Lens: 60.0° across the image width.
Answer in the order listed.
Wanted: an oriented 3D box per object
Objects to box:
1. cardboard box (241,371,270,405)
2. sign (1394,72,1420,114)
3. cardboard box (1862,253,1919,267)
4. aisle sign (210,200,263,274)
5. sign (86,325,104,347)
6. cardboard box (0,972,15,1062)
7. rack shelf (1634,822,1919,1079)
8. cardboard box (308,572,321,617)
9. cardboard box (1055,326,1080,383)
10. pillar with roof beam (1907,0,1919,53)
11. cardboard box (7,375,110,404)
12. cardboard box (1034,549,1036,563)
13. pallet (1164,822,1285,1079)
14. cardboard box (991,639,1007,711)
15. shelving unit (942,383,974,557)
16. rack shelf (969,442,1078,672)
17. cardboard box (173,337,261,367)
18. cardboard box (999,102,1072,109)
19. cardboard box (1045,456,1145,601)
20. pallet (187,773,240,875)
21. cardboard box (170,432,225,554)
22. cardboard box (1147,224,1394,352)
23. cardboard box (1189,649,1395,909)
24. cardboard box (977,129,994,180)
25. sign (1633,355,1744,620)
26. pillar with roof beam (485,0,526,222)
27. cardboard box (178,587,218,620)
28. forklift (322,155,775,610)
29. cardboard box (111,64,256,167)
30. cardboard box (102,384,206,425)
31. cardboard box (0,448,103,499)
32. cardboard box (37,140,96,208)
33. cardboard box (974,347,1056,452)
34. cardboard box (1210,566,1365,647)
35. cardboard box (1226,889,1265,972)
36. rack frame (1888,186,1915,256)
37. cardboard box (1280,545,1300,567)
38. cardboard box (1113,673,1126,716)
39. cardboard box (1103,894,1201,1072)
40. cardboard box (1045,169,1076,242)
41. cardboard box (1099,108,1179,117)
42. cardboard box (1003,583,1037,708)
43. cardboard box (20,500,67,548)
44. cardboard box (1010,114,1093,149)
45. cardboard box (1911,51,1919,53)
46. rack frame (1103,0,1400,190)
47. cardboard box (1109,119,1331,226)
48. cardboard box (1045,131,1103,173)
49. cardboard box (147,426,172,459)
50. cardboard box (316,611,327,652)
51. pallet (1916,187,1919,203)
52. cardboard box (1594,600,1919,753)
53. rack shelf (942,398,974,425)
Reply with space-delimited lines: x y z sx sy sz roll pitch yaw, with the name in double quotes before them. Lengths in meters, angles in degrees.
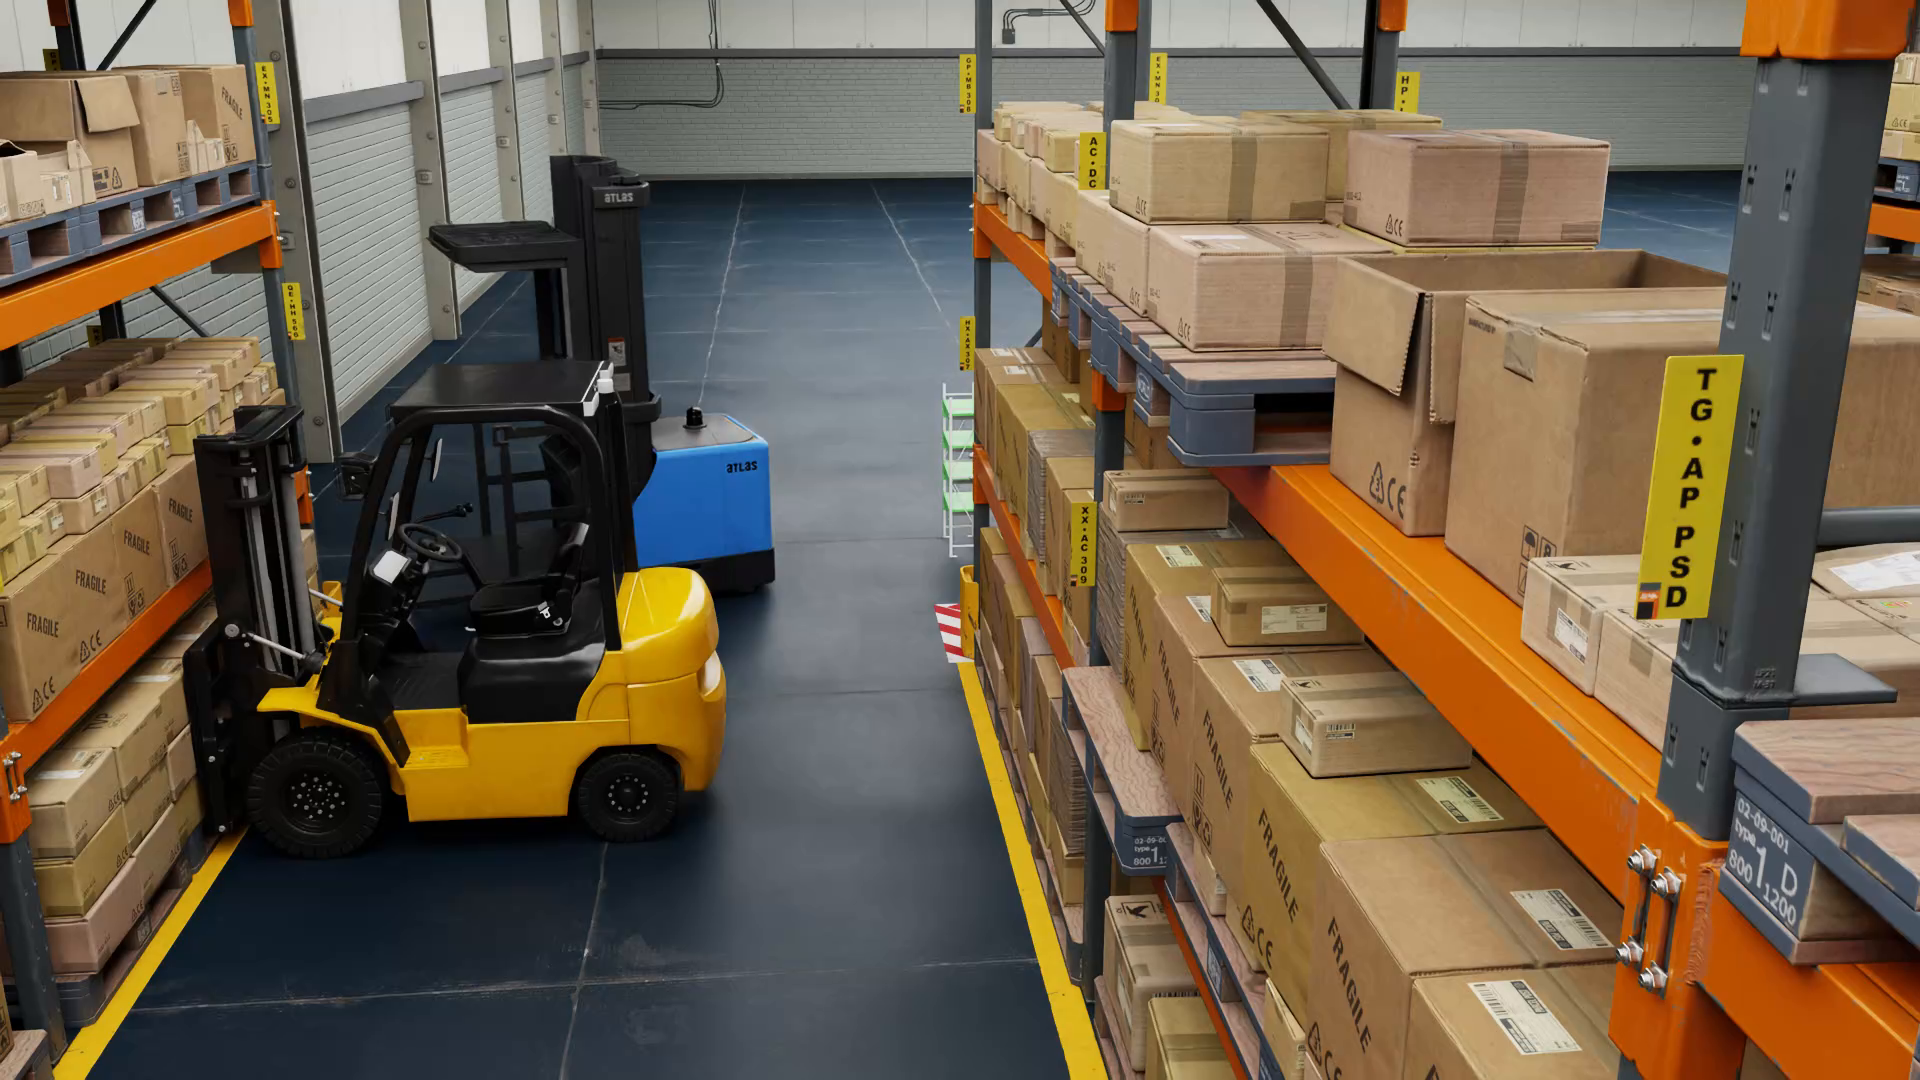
"cardboard box" -3.979 -0.814 9.013 0.380 0.149 0.250 -1 17 -5
"sign" 1.552 -1.473 5.834 0.100 0.325 0.005 -2 18 -6
"cardboard box" 5.501 -1.439 10.201 0.875 0.550 0.550 -2 18 -6
"aisle sign" -4.064 -1.896 9.368 0.394 0.787 0.004 -2 18 -6
"sign" -4.902 -1.062 9.475 0.100 0.325 0.005 -2 18 -6
"cardboard box" -3.871 1.653 5.669 0.875 0.625 0.625 -1 17 -3
"rack shelf" 1.619 1.110 0.326 1.077 0.370 4.000 -2 18 -6
"cardboard box" -3.988 0.382 9.509 0.500 0.250 0.500 -2 18 -6
"cardboard box" 0.902 -1.151 9.004 0.700 0.500 0.500 -2 18 -5
"pillar with roof beam" 18.782 -13.032 39.164 9.100 9.000 0.400 -2 18 -6
"cardboard box" -4.429 -0.710 8.185 0.380 0.149 0.250 -1 17 -4
"cardboard box" 0.559 0.064 7.884 0.380 0.149 0.250 -2 18 -7
"pallet" 1.168 1.105 4.469 1.003 0.211 1.213 -2 18 -6
"cardboard box" 0.441 0.731 9.229 0.500 0.250 0.500 -1 17 -4
"shelving unit" 0.017 -0.523 12.340 0.258 1.200 0.503 -2 18 -6
"rack shelf" 0.794 0.158 8.368 1.077 0.370 4.000 -2 18 -6
"cardboard box" -4.102 -1.026 9.190 0.380 0.149 0.250 -2 18 -5
"cardboard box" 0.422 -2.361 9.269 0.380 0.149 0.250 -2 18 -6
"cardboard box" 0.647 -0.057 7.187 0.500 0.500 0.500 -1 17 -4
"pallet" -4.106 1.293 8.207 1.003 0.211 1.213 -2 18 -6
"cardboard box" -3.939 -0.228 8.230 0.500 0.500 0.500 -2 18 -7
"cardboard box" 0.789 -0.663 4.321 0.500 0.250 0.500 -2 18 -6
"cardboard box" 0.917 0.619 4.334 0.500 0.500 0.500 -2 18 -8
"cardboard box" 0.375 -2.125 9.183 0.500 0.250 0.500 -2 18 -7
"sign" 0.873 -0.059 1.988 0.100 0.325 0.005 -2 18 -6
"pillar with roof beam" -2.748 -8.750 25.523 9.100 9.000 0.400 -2 18 -6
"cardboard box" -3.871 0.437 8.497 0.500 0.250 0.500 -2 17 -5
"forklift" -2.842 -0.988 10.930 3.031 2.935 1.130 -8 19 -24
"cardboard box" -4.061 -2.229 8.728 0.500 0.500 0.500 -1 17 -4
"cardboard box" -3.871 -0.649 7.989 0.380 0.149 0.250 -1 17 -5
"cardboard box" -3.751 -0.269 6.780 0.380 0.149 0.250 -1 17 -4
"cardboard box" -3.787 -1.502 6.801 0.396 0.266 0.258 -2 18 -7
"cardboard box" 0.361 -0.821 9.621 0.500 0.500 0.500 -2 18 -6
"cardboard box" 0.912 0.183 4.640 0.380 0.149 0.250 -1 17 -3
"cardboard box" 0.907 0.972 4.291 0.380 0.149 0.250 -2 18 -7
"rack frame" 5.501 -0.964 10.741 1.000 3.000 0.127 -2 18 -6
"cardboard box" 1.329 0.299 5.353 0.500 0.500 0.500 -2 18 -5
"cardboard box" 0.743 0.504 5.781 0.380 0.149 0.250 -2 17 -5
"cardboard box" 1.057 1.620 6.195 0.950 0.372 0.625 -2 17 -5
"cardboard box" 0.634 -1.365 6.762 0.500 0.250 0.500 -2 18 -7
"cardboard box" 0.924 -2.151 8.600 0.380 0.149 0.250 -2 18 -5
"cardboard box" 0.501 0.534 8.607 0.500 0.500 0.500 -1 17 -5
"cardboard box" -3.790 -0.049 6.576 0.380 0.149 0.250 -2 18 -6
"cardboard box" 0.446 -1.981 8.061 0.380 0.149 0.250 -1 17 -4
"cardboard box" 5.873 -2.814 9.846 0.380 0.149 0.250 -2 18 -5
"rack frame" 1.000 -2.452 5.463 1.000 3.000 0.127 -2 18 -6
"cardboard box" 0.724 -1.053 4.731 0.500 0.250 0.500 -2 18 -7
"cardboard box" 0.552 -1.598 6.838 0.380 0.149 0.250 -1 17 -4
"cardboard box" -3.942 -0.431 7.791 0.380 0.149 0.250 -2 18 -6
"cardboard box" -3.986 0.615 9.600 0.500 0.250 0.500 -2 18 -5
"pallet" 5.717 -1.768 8.441 1.003 0.211 1.213 -2 18 -6
"cardboard box" 1.172 0.204 2.432 0.380 0.149 0.250 -2 18 -6
"rack shelf" 0.017 -0.920 12.216 0.258 0.148 0.480 -2 18 -6
